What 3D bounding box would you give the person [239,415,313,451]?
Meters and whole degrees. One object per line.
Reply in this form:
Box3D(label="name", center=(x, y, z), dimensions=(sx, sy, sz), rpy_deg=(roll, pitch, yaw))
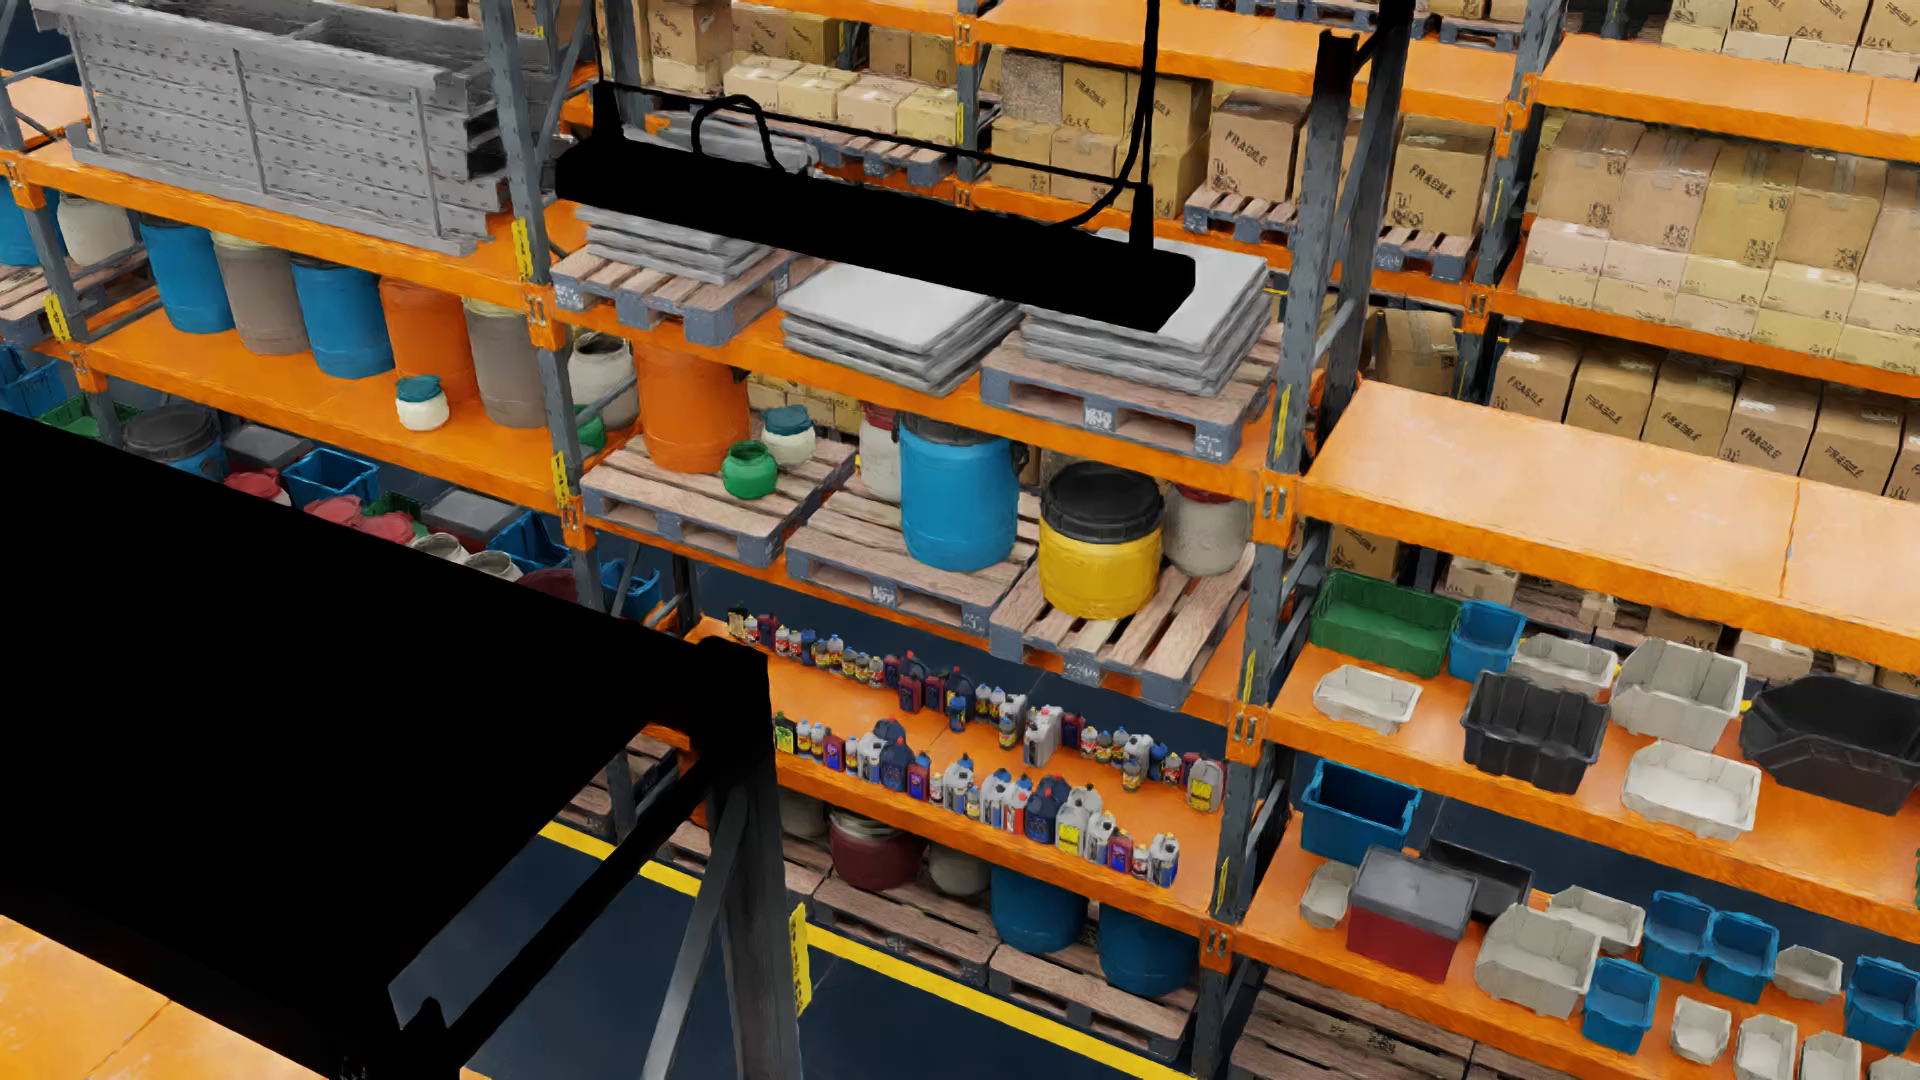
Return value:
Box3D(label="person", center=(-5.969, -1.213, 14.092), dimensions=(1.193, 1.698, 0.598), rpy_deg=(18, 39, 23))
